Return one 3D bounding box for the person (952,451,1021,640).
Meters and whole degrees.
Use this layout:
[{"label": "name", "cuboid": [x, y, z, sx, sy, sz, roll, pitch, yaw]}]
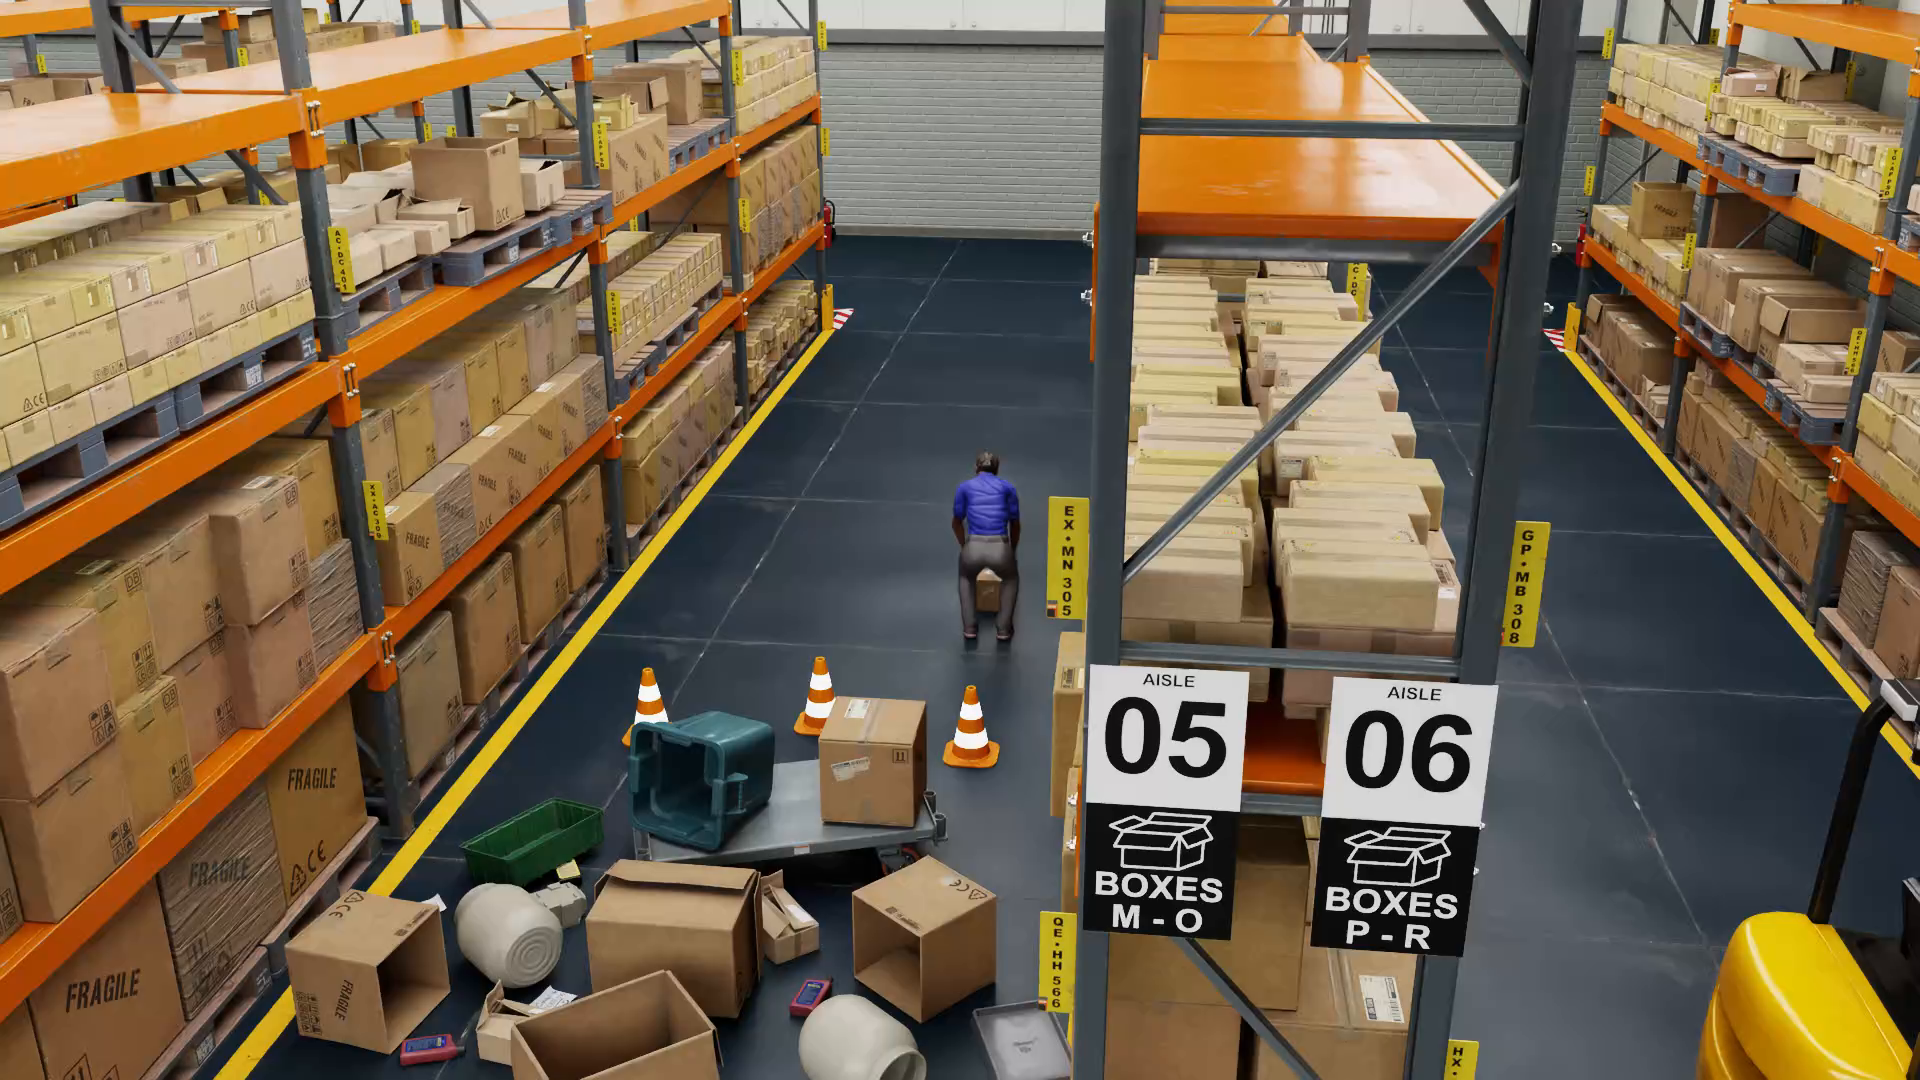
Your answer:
[{"label": "person", "cuboid": [0.175, 0.058, 11.874, 0.496, 1.277, 0.684, 3, 21, 6]}]
